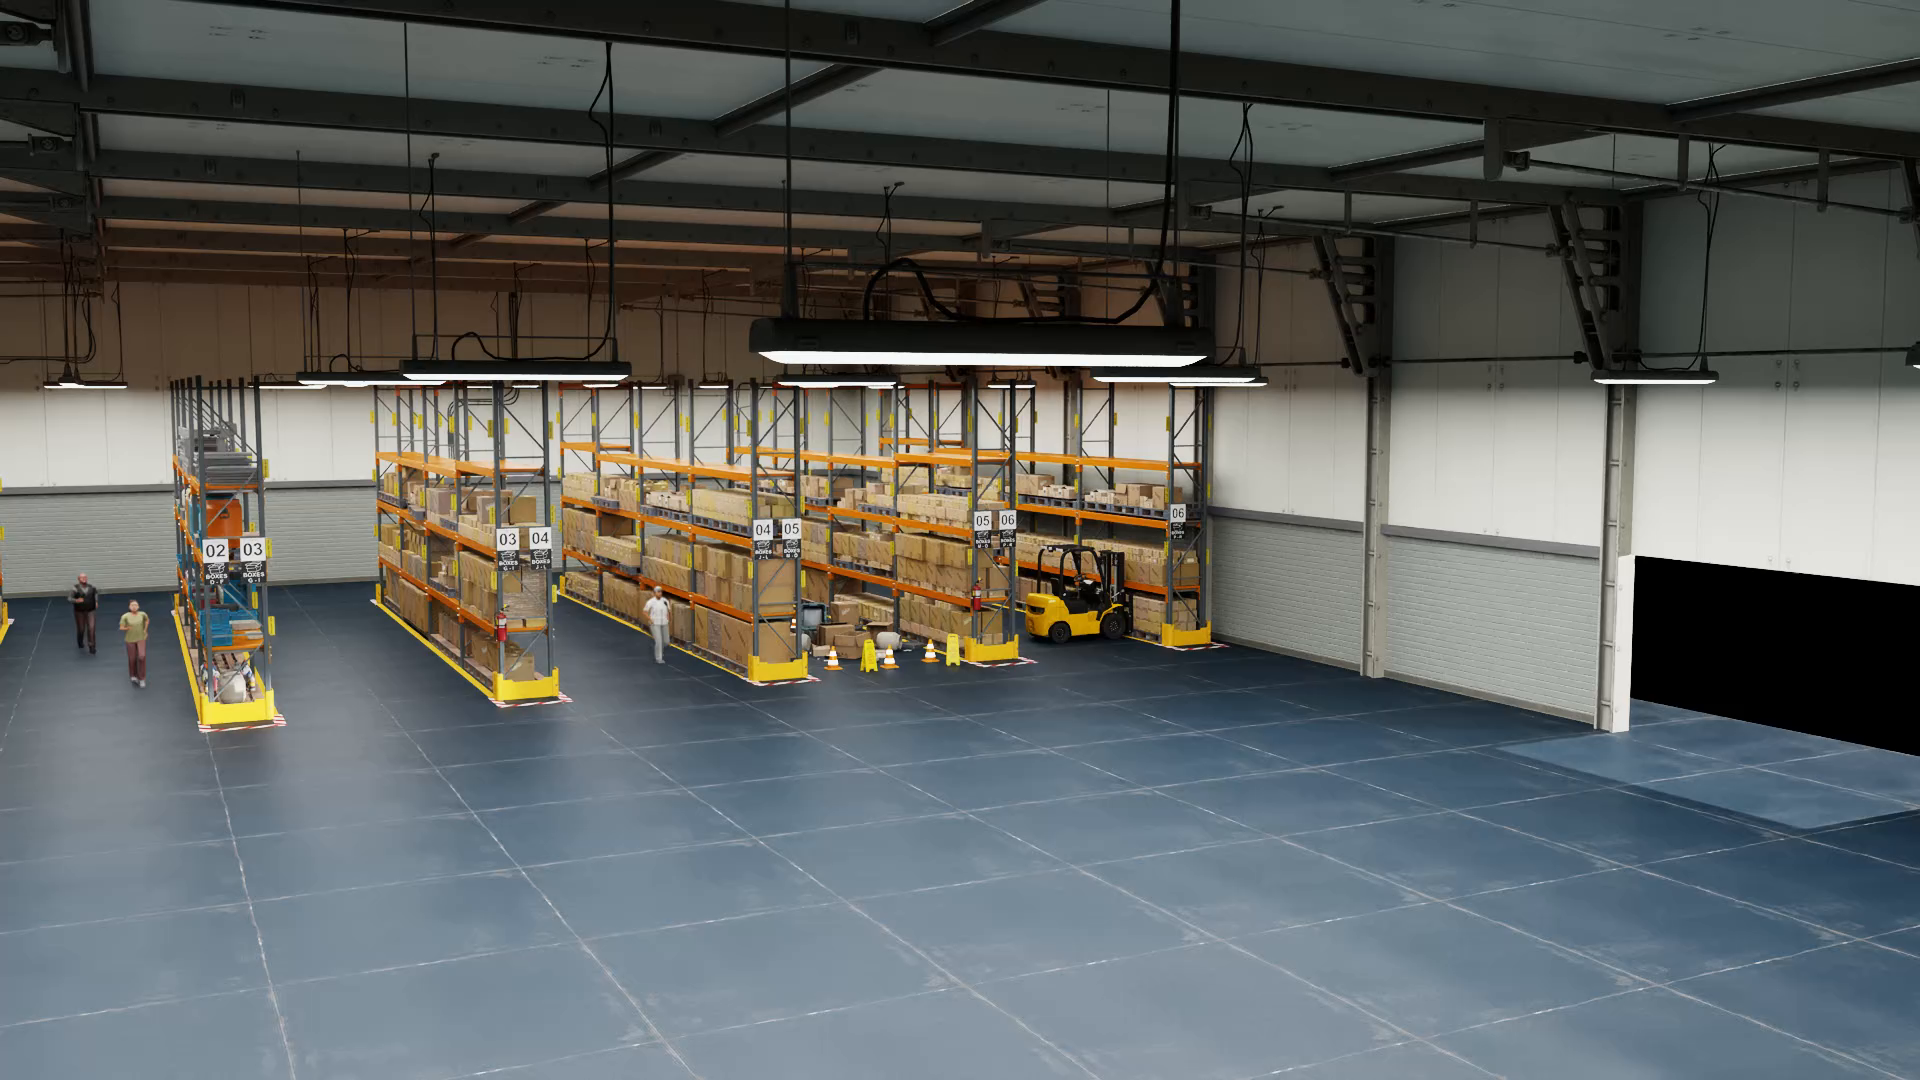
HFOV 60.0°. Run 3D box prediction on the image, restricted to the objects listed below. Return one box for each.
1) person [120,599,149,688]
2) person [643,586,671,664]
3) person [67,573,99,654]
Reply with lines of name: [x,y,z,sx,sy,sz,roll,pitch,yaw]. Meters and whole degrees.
person: [-16.113,2.001,32.479,0.524,1.713,0.804,-3,6,-27]
person: [-6.400,1.784,35.219,0.611,1.619,0.652,-3,6,-32]
person: [-19.233,1.592,36.539,0.657,1.726,0.949,-4,6,-38]
